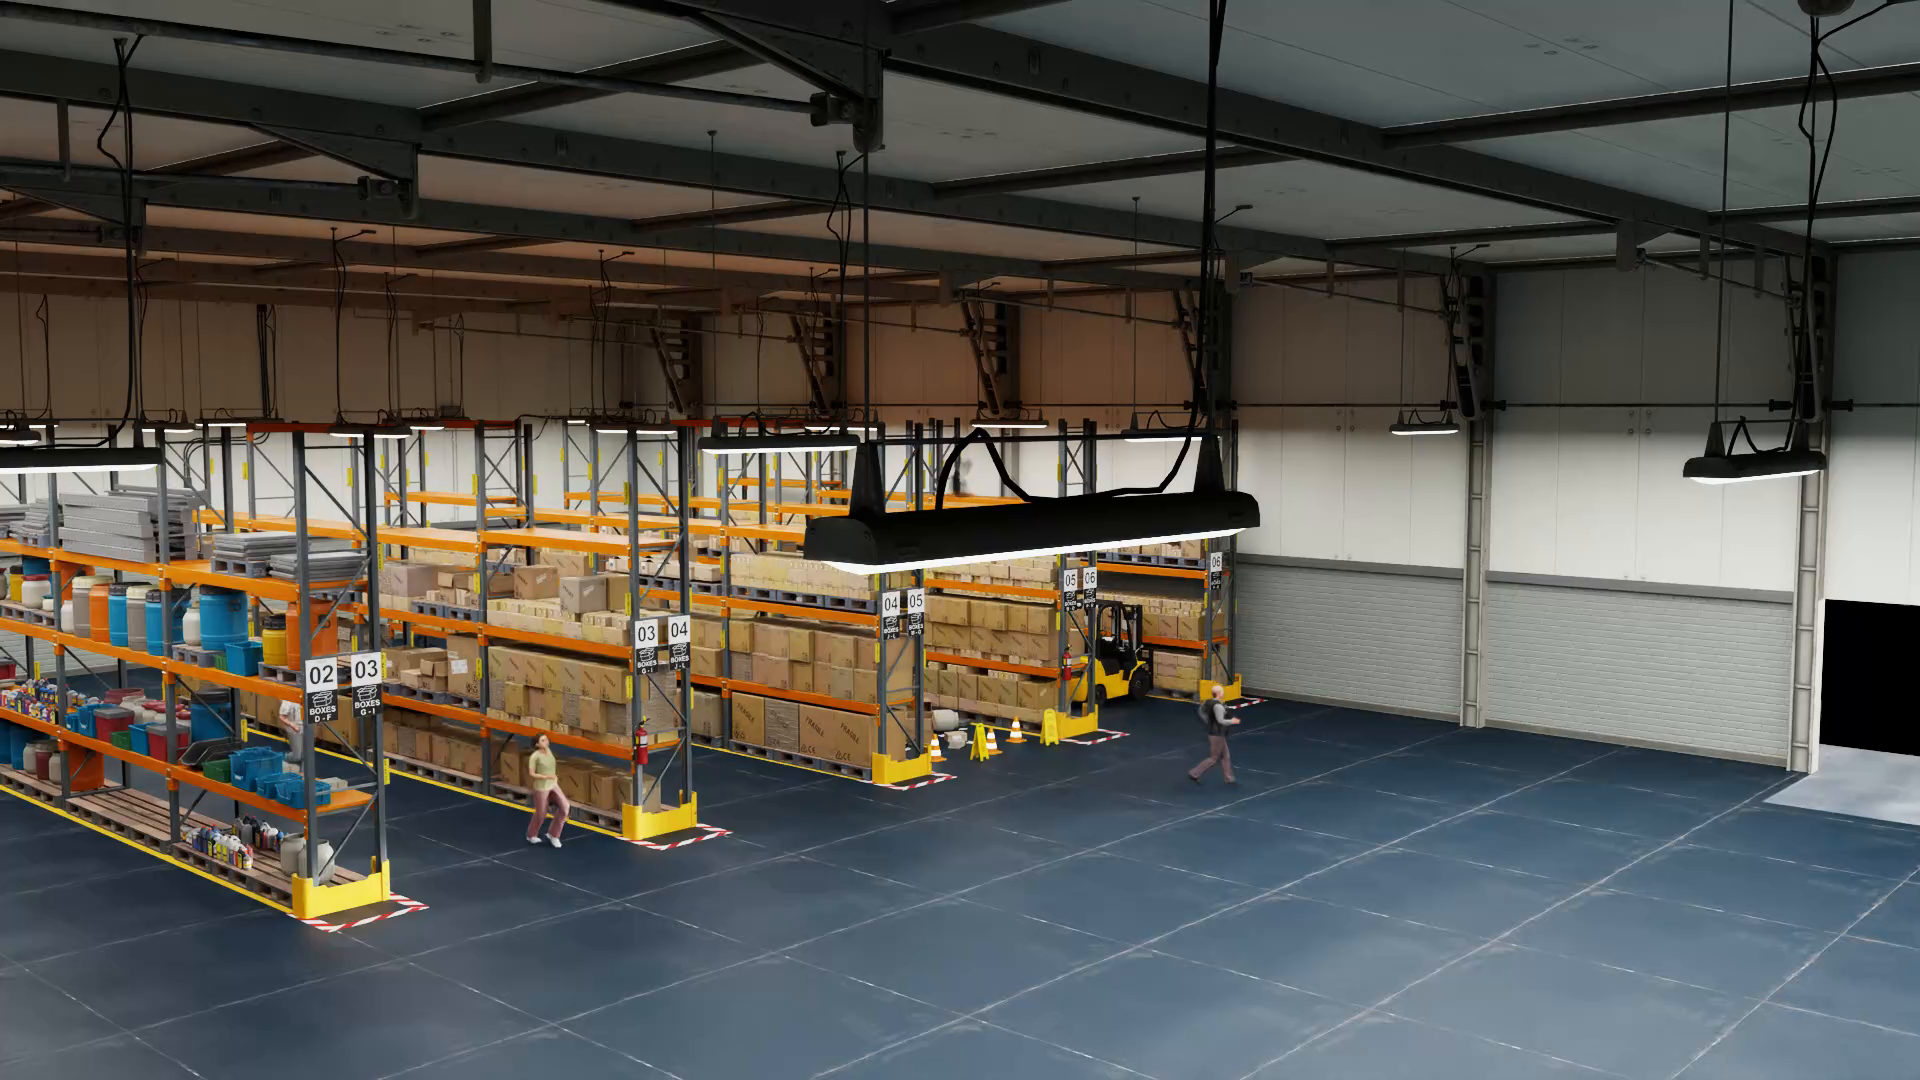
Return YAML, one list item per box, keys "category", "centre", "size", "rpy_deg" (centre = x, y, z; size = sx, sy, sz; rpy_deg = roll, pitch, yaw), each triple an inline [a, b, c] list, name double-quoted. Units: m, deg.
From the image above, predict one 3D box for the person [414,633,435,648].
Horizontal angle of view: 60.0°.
- category: "person"
  centre: [-13.087, 2.227, 40.483]
  size: [0.543, 1.562, 0.877]
  rpy_deg: [2, 5, 26]

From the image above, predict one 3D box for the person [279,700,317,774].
- category: "person"
  centre: [-11.095, 3.188, 27.894]
  size: [0.752, 1.757, 0.663]
  rpy_deg: [3, 5, 31]

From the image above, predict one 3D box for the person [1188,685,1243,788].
- category: "person"
  centre: [4.193, 3.238, 27.225]
  size: [0.954, 1.734, 0.658]
  rpy_deg: [0, 5, -5]

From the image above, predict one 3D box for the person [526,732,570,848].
- category: "person"
  centre: [-5.939, 3.575, 23.790]
  size: [0.692, 1.675, 0.581]
  rpy_deg: [3, 6, 33]
